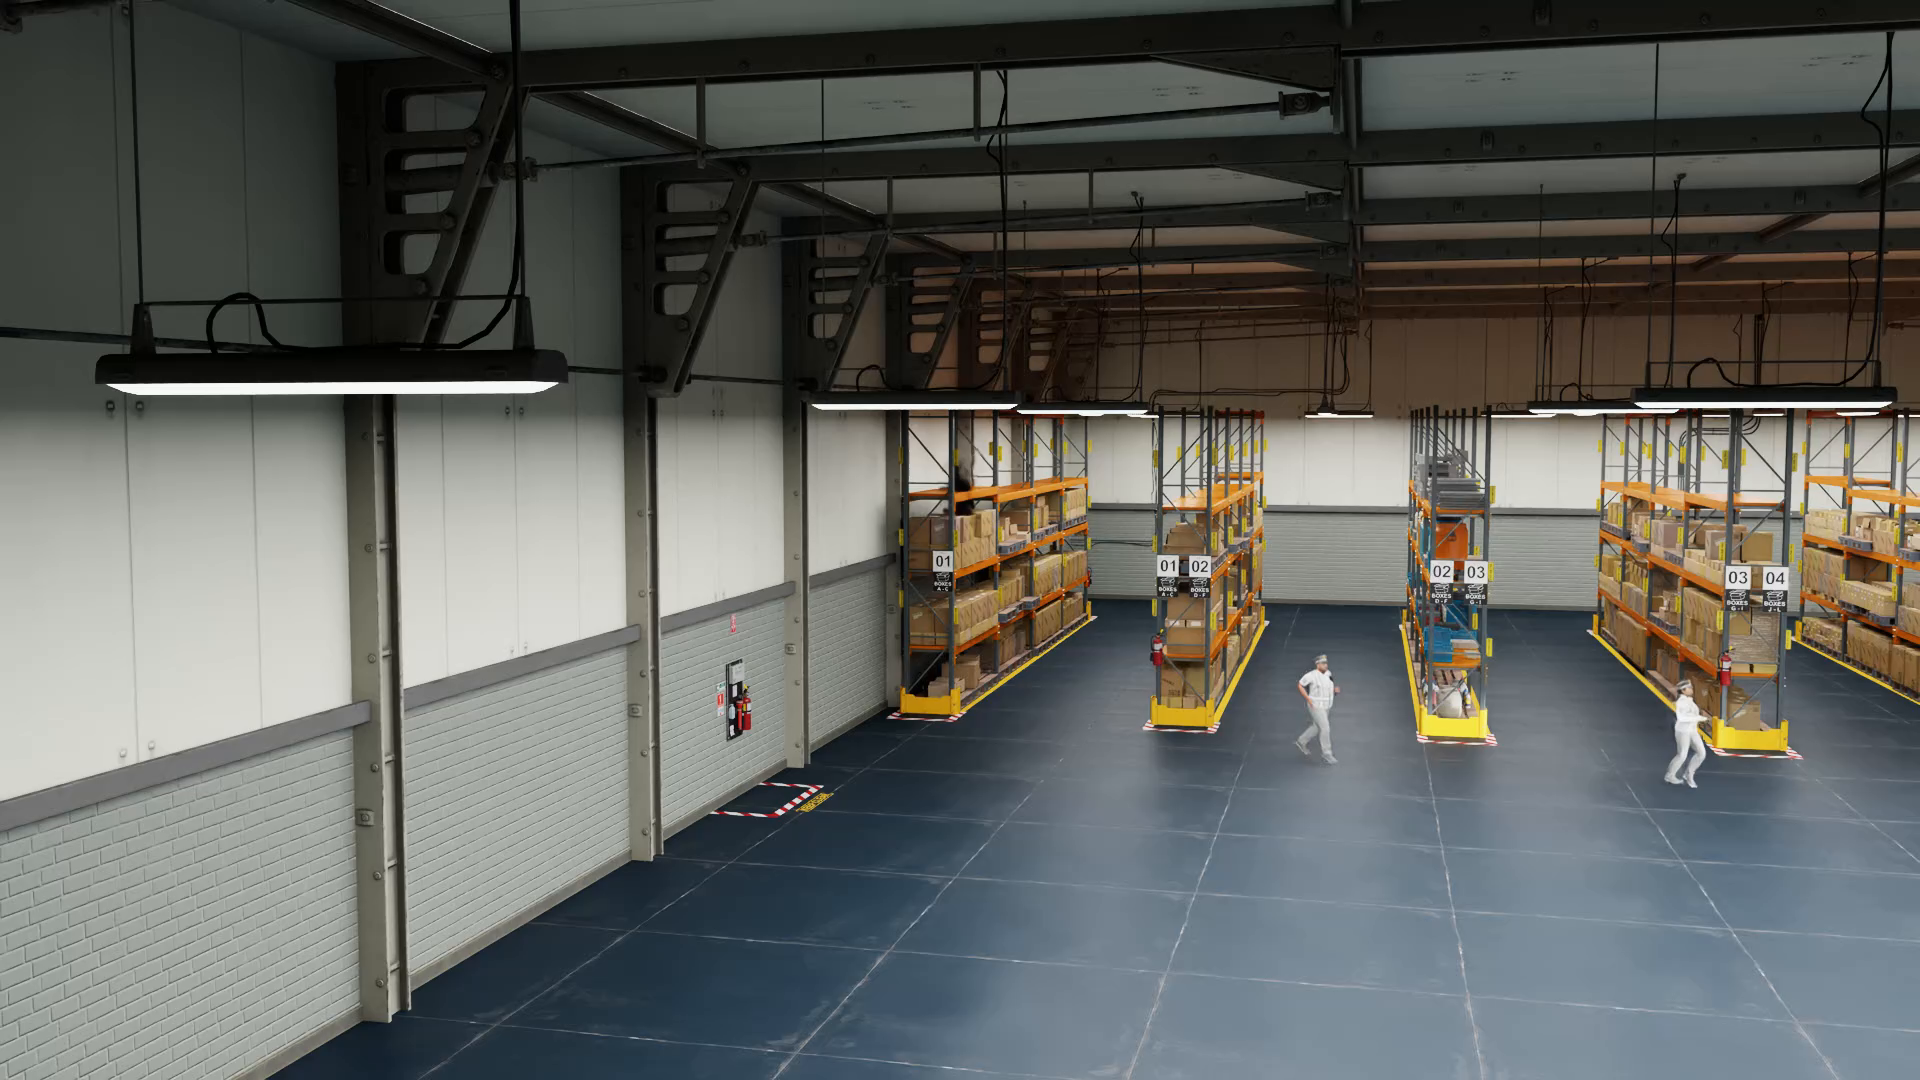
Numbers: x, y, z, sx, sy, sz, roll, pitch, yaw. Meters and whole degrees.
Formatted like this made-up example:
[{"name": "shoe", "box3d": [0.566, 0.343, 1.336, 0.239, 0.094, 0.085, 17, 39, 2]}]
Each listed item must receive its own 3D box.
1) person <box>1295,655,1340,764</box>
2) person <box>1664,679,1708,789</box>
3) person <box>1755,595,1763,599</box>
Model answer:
[{"name": "person", "box3d": [6.067, 2.823, 28.081, 0.640, 1.818, 0.910, -4, 6, -44]}, {"name": "person", "box3d": [11.348, 3.025, 25.916, 0.592, 1.728, 0.659, -4, 6, -42]}, {"name": "person", "box3d": [20.782, 1.691, 43.905, 1.009, 1.734, 0.778, -3, 5, -38]}]
